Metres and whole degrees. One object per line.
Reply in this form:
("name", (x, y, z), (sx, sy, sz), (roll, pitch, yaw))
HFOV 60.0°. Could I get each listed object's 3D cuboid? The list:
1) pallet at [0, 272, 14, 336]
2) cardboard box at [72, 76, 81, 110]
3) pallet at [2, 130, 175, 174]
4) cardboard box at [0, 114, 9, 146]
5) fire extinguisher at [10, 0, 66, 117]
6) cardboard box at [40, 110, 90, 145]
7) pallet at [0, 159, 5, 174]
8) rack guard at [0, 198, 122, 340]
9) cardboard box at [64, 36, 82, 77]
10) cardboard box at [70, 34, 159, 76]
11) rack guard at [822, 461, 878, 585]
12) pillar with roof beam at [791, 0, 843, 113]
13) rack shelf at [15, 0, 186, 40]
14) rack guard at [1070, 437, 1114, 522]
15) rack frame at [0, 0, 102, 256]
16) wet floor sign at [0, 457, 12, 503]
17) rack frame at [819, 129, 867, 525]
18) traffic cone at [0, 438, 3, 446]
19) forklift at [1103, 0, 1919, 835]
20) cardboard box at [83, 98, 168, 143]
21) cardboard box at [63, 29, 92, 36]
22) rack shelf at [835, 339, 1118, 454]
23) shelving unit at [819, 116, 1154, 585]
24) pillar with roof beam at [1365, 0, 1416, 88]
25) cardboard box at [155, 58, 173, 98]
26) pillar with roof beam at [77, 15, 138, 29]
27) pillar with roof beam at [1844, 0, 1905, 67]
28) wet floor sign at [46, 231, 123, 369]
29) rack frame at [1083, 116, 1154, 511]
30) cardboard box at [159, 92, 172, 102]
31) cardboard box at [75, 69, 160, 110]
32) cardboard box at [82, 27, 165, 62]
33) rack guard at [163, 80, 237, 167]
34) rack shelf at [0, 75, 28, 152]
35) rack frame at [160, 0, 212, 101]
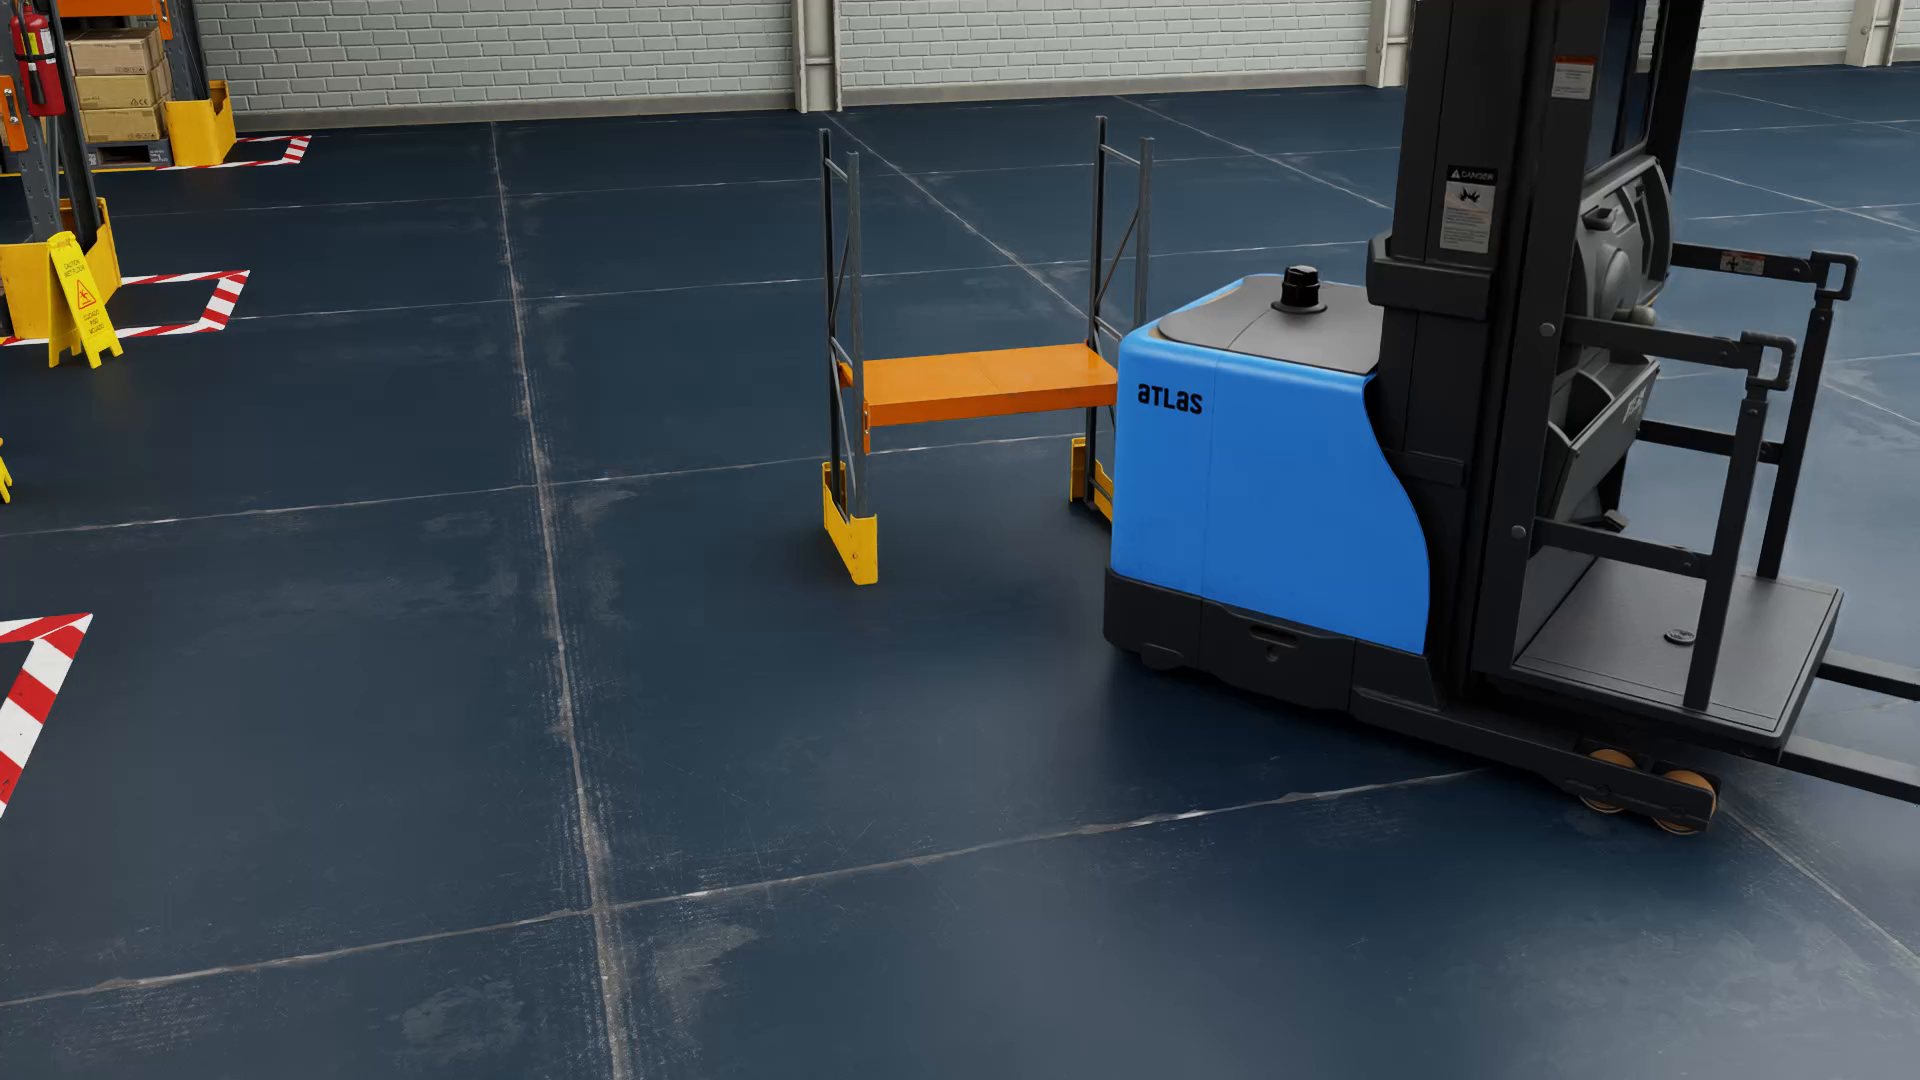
("pallet", (-5.723, -1.304, 9.020), (1.213, 0.211, 1.003), (-6, 24, -14))
("cardboard box", (-7.073, -3.490, 12.899), (0.500, 0.250, 0.500), (-7, 24, -15))
("pallet", (-6.928, -3.172, 13.374), (1.213, 0.211, 1.003), (-6, 24, -14))
("cardboard box", (-7.535, -3.211, 12.883), (0.500, 0.250, 0.500), (-6, 24, -14))
("fire extinguisher", (-4.623, -2.468, 8.296), (0.183, 0.674, 0.296), (-6, 24, -14))
("cardboard box", (-7.051, -3.260, 12.999), (0.500, 0.250, 0.500), (-6, 24, -14))
("pallet", (-8.100, -3.043, 13.074), (1.213, 0.211, 1.003), (-6, 24, -14))
("rack guard", (-4.931, -1.509, 9.134), (0.348, 0.500, 1.175), (-6, 24, -14))
("cardboard box", (-7.052, -3.715, 12.791), (0.500, 0.250, 0.500), (-6, 24, -13))
("cardboard box", (-6.562, -3.772, 12.923), (0.500, 0.250, 0.500), (-5, 24, -13))
("rack guard", (-0.406, -0.070, 6.096), (0.087, 0.250, 0.587), (-6, 24, -14))
("pillar with roof beam", (-0.177, -6.580, 10.173), (0.400, 9.000, 9.100), (-6, 24, -14))
("rack shelf", (-8.128, -4.007, 12.696), (4.000, 0.370, 1.077), (-6, 24, -14))
("rack guard", (0.553, -0.176, 6.343), (0.087, 0.250, 0.587), (-6, 24, -14))
("rack frame", (-4.858, -2.666, 8.660), (0.127, 3.000, 1.000), (-6, 24, -14))
("wet floor sign", (-3.931, -0.471, 6.528), (0.232, 0.644, 0.267), (-11, 25, -23))
("rack frame", (-0.407, -0.644, 5.849), (0.032, 1.500, 0.500), (-6, 24, -14))
("traffic cone", (-4.297, -0.580, 7.014), (0.334, 0.463, 0.336), (-6, 24, -14))
("forklift", (1.968, -0.802, 4.401), (3.031, 2.935, 1.130), (15, 27, 31))
("cardboard box", (-6.570, -3.310, 13.114), (0.500, 0.250, 0.500), (-6, 24, -14))
("cardboard box", (-7.197, -3.905, 13.234), (0.500, 0.250, 0.500), (-6, 24, -14))
("rack shelf", (0.082, -0.533, 6.046), (1.000, 0.185, 0.538), (-6, 24, -14))
("shelving unit", (0.073, -0.697, 5.973), (1.083, 1.500, 0.587), (-6, 24, -14))
("pillar with roof beam", (5.600, -7.219, 11.662), (0.400, 9.000, 9.100), (-6, 24, -14))
("cardboard box", (-6.711, -3.738, 13.479), (0.500, 0.250, 0.500), (-6, 24, -13))
("pillar with roof beam", (-5.954, -5.941, 8.683), (0.400, 9.000, 9.100), (-6, 24, -14))
("pillar with roof beam", (11.377, -7.858, 13.152), (0.400, 9.000, 9.100), (-6, 24, -14))
("wet floor sign", (-4.386, -1.198, 8.224), (0.232, 0.644, 0.267), (2, 23, 4))
("rack frame", (0.572, -0.752, 6.102), (0.032, 1.500, 0.500), (-6, 24, -14))
("cardboard box", (-6.728, -3.502, 13.561), (0.500, 0.250, 0.500), (-6, 24, -14))
("cardboard box", (-6.587, -3.539, 13.014), (0.500, 0.250, 0.500), (-7, 24, -15))
("cardboard box", (-6.716, -3.960, 13.361), (0.500, 0.250, 0.500), (-7, 24, -15))
("rack guard", (-6.179, -3.404, 13.550), (0.348, 0.500, 1.175), (-6, 24, -14))
("rack shelf", (-6.784, -2.123, 8.305), (4.000, 0.370, 1.077), (-6, 24, -14))
("rack frame", (-6.203, -4.550, 13.051), (0.127, 3.000, 1.000), (-6, 24, -14))
